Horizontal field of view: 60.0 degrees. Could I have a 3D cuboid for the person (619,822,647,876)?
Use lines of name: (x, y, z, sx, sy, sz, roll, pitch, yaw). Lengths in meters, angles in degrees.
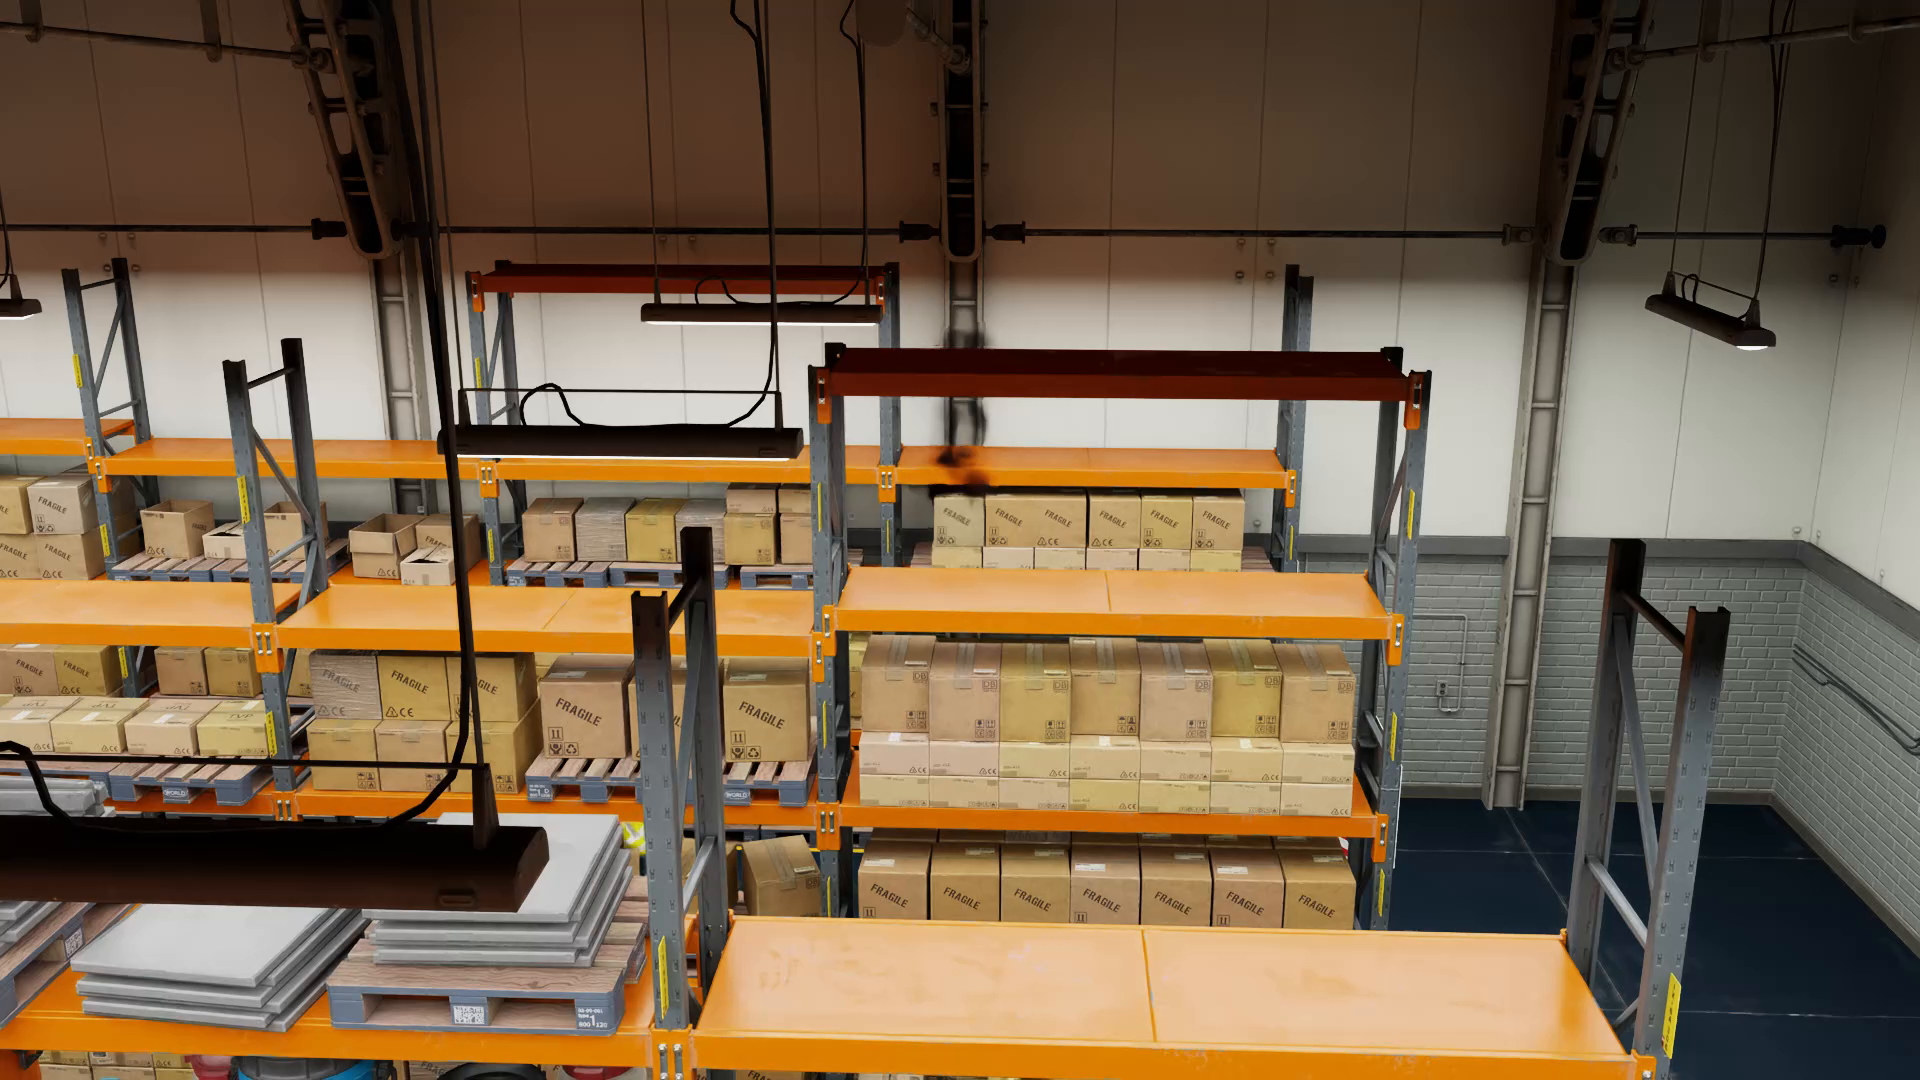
person: (-3.037, 2.931, 15.701, 1.029, 1.609, 0.714, 2, 16, 8)
